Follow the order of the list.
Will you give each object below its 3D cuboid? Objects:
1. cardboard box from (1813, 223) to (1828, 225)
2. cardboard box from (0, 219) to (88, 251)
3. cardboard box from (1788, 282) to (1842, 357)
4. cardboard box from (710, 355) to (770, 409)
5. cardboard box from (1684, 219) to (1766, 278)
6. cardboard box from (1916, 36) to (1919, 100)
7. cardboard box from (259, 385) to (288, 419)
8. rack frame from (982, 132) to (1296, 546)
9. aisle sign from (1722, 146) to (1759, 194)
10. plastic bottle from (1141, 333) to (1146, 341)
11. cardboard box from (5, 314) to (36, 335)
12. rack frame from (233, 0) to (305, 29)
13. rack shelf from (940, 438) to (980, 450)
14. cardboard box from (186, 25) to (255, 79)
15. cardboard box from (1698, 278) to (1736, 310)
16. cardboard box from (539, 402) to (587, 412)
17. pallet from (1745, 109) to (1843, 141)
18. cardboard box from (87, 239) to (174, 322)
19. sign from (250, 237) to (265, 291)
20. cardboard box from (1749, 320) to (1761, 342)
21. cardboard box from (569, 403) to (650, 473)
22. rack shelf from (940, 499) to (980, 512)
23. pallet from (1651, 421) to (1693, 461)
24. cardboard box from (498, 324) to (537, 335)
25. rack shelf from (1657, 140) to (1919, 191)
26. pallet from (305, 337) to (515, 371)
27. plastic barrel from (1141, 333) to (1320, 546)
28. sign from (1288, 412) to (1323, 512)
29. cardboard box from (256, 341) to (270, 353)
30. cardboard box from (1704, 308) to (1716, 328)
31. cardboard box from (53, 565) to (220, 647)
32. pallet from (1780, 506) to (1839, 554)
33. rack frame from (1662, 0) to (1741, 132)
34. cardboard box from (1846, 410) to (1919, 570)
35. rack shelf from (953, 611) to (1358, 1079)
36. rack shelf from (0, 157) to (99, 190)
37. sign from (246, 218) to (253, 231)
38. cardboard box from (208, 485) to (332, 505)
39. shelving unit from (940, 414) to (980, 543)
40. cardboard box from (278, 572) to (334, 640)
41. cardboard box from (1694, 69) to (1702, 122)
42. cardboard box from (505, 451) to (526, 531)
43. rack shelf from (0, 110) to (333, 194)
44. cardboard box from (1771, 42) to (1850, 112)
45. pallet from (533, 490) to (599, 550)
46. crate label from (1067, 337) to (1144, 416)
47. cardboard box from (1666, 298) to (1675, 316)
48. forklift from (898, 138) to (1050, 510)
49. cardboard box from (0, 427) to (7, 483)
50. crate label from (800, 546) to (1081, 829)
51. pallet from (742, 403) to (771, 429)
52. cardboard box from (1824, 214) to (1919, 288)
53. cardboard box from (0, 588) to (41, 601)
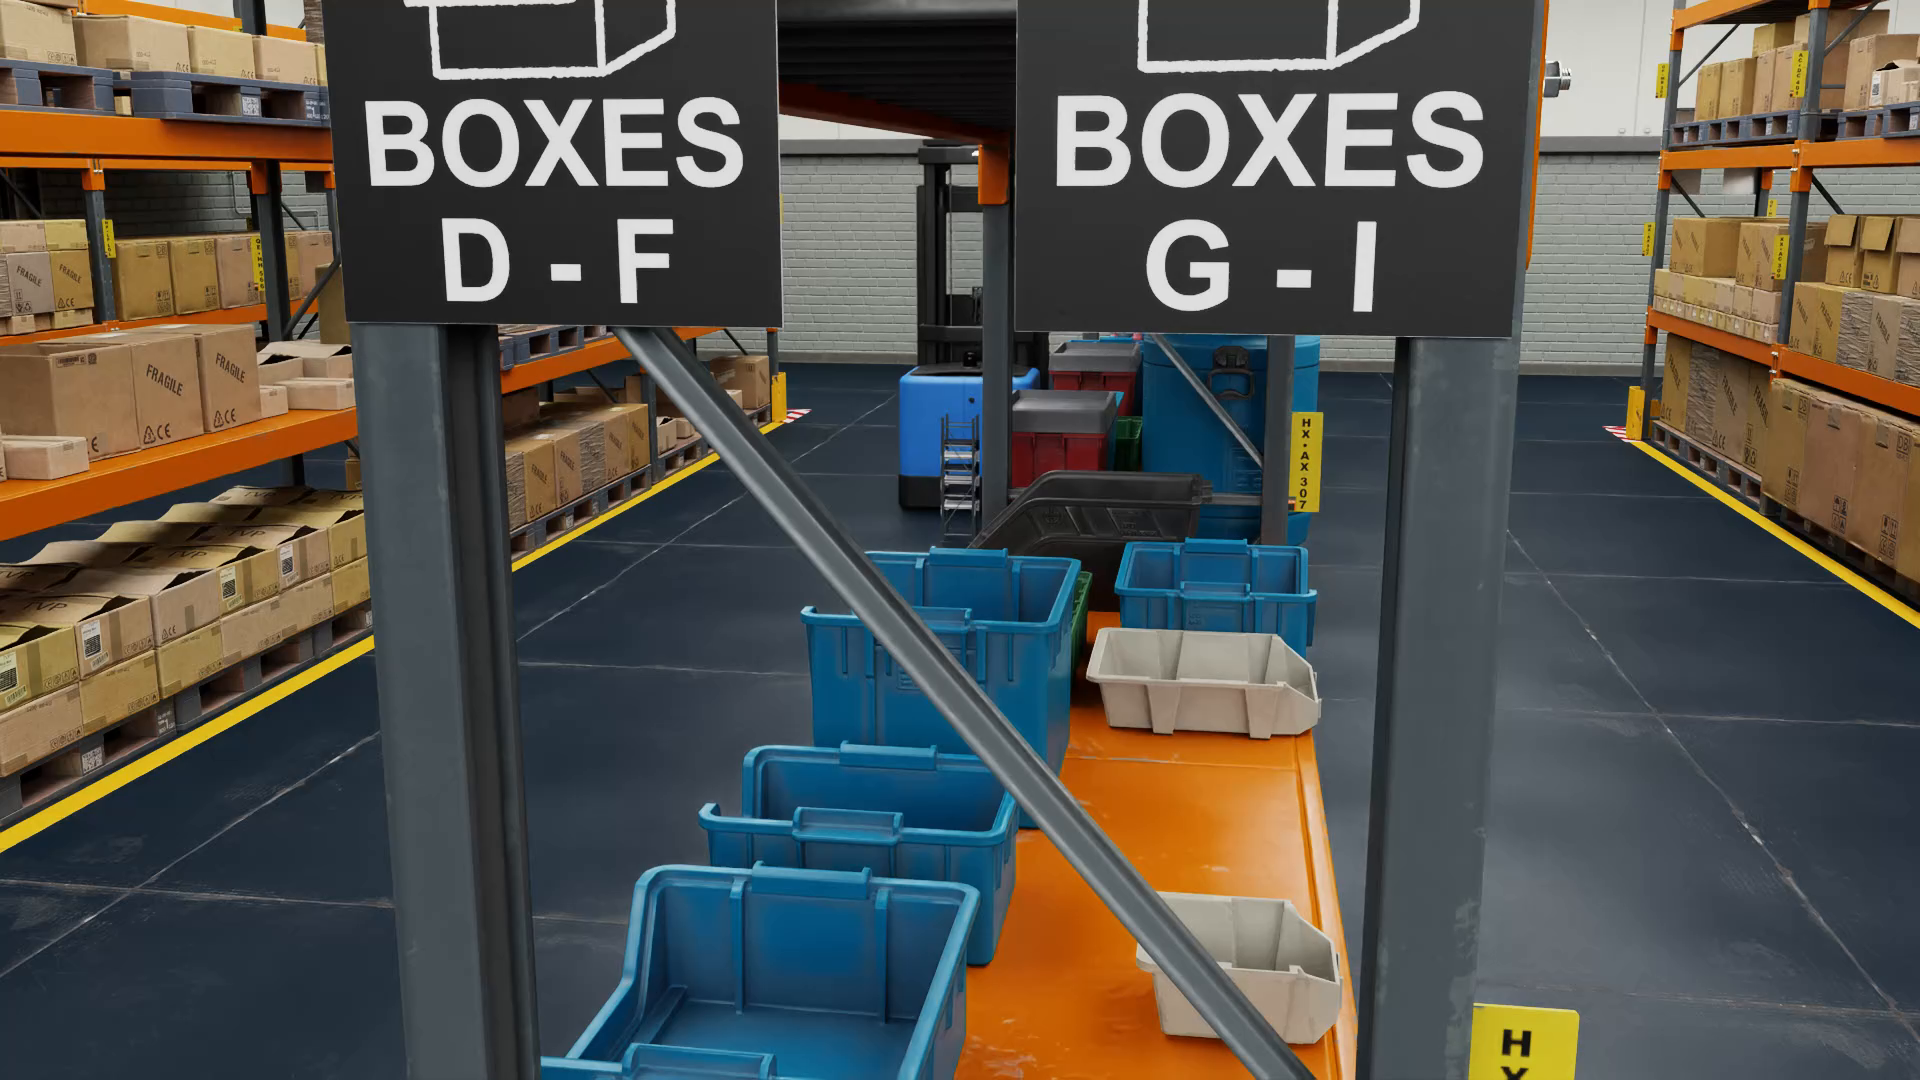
[{"bbox_3d":[7.111,-2.274,13.295,0.500,0.500,0.500,2,12,9],"label":"cardboard box"},{"bbox_3d":[-7.801,-2.588,14.113,0.500,0.250,0.500,2,12,10],"label":"cardboard box"},{"bbox_3d":[6.383,-1.603,12.074,0.500,0.500,0.500,2,12,9],"label":"cardboard box"},{"bbox_3d":[-2.312,-1.668,17.502,0.500,0.500,0.500,2,12,9],"label":"cardboard box"},{"bbox_3d":[6.825,-2.610,14.853,0.500,0.500,0.500,2,12,7],"label":"cardboard box"},{"bbox_3d":[6.379,-2.957,10.233,0.797,0.503,0.637,2,12,8],"label":"cardboard box"},{"bbox_3d":[-3.843,-0.741,8.906,0.380,0.149,0.250,3,12,13],"label":"cardboard box"},{"bbox_3d":[0.577,-0.137,5.508,1.000,3.000,0.127,2,12,9],"label":"rack frame"},{"bbox_3d":[7.624,-3.750,16.105,0.394,0.787,0.004,2,12,9],"label":"aisle sign"},{"bbox_3d":[1.249,-1.346,11.423,0.097,0.271,0.097,0,12,0],"label":"plastic bottle"},{"bbox_3d":[-7.837,-1.768,13.626,0.380,0.149,0.250,2,12,9],"label":"cardboard box"},{"bbox_3d":[-7.367,-5.888,17.957,1.000,3.000,0.127,2,12,9],"label":"rack frame"},{"bbox_3d":[0.001,-0.673,11.857,0.258,0.077,0.200,2,12,9],"label":"rack shelf"},{"bbox_3d":[-3.878,-2.404,8.269,0.500,0.250,0.500,2,12,8],"label":"cardboard box"},{"bbox_3d":[6.746,-2.134,14.423,0.500,0.250,0.500,2,12,8],"label":"cardboard box"},{"bbox_3d":[-3.402,-0.864,13.770,0.500,0.500,0.500,1,12,6],"label":"cardboard box"},{"bbox_3d":[6.837,-3.235,12.973,1.003,0.211,1.213,2,12,9],"label":"pallet"},{"bbox_3d":[-7.883,-2.382,15.215,0.980,0.700,0.700,2,12,10],"label":"cardboard box"},{"bbox_3d":[-4.240,-1.674,10.079,0.100,0.325,0.005,2,12,9],"label":"sign"},{"bbox_3d":[6.464,-1.647,13.110,0.380,0.149,0.250,2,12,10],"label":"cardboard box"},{"bbox_3d":[-2.880,-0.845,13.681,0.500,0.500,0.500,2,12,8],"label":"cardboard box"},{"bbox_3d":[0.001,-0.233,11.951,0.258,0.077,0.200,2,12,9],"label":"rack shelf"},{"bbox_3d":[7.270,-0.942,15.864,1.003,0.211,1.213,2,12,9],"label":"pallet"},{"bbox_3d":[-3.387,-1.704,11.545,0.700,0.500,0.500,4,13,19],"label":"cardboard box"},{"bbox_3d":[7.009,-3.173,14.183,1.077,0.370,4.000,2,12,9],"label":"rack shelf"},{"bbox_3d":[-3.667,-1.180,10.806,1.213,0.211,1.003,2,12,9],"label":"pallet"},{"bbox_3d":[0.935,-0.452,5.783,0.600,0.901,0.708,2,12,9],"label":"plastic barrel"},{"bbox_3d":[1.118,-0.252,5.386,0.100,0.325,0.005,2,12,9],"label":"sign"},{"bbox_3d":[-7.254,-2.021,17.650,0.380,0.149,0.250,2,12,10],"label":"cardboard box"},{"bbox_3d":[6.662,-1.913,14.348,0.380,0.149,0.250,2,12,10],"label":"cardboard box"},{"bbox_3d":[-3.847,0.277,7.787,0.500,0.311,0.500,1,12,7],"label":"cardboard box"},{"bbox_3d":[6.657,-0.115,12.028,1.003,0.211,1.213,2,12,9],"label":"pallet"},{"bbox_3d":[7.316,-5.407,15.723,1.000,3.000,0.127,2,12,9],"label":"rack frame"},{"bbox_3d":[6.357,-0.304,10.330,1.225,0.875,0.875,2,12,9],"label":"cardboard box"},{"bbox_3d":[0.269,0.631,3.652,1.077,0.370,4.000,2,12,9],"label":"rack shelf"},{"bbox_3d":[-8.290,-2.821,12.553,1.077,0.370,4.000,2,12,9],"label":"rack shelf"},{"bbox_3d":[-7.915,-3.437,18.578,0.100,0.325,0.005,2,12,9],"label":"sign"},{"bbox_3d":[-4.073,-0.167,9.845,0.500,0.311,0.500,2,12,11],"label":"cardboard box"},{"bbox_3d":[0.001,-0.442,11.906,0.258,0.900,0.210,2,12,9],"label":"shelving unit"},{"bbox_3d":[-3.698,0.338,8.837,0.500,0.250,0.500,2,12,10],"label":"cardboard box"},{"bbox_3d":[7.289,-4.134,15.463,0.700,0.500,0.500,1,12,5],"label":"cardboard box"},{"bbox_3d":[-3.275,-0.319,11.240,0.500,0.500,0.500,1,12,7],"label":"cardboard box"},{"bbox_3d":[-4.010,-1.829,7.948,1.077,0.370,4.000,2,12,9],"label":"rack shelf"},{"bbox_3d":[6.762,-3.576,12.875,0.700,0.500,0.500,1,12,5],"label":"cardboard box"},{"bbox_3d":[-3.360,-0.175,12.305,1.003,0.211,1.213,2,12,9],"label":"pallet"},{"bbox_3d":[0.772,-0.789,8.449,0.502,0.435,0.616,2,12,9],"label":"crate label"},{"bbox_3d":[6.858,-2.182,15.592,0.380,0.149,0.250,2,12,7],"label":"cardboard box"},{"bbox_3d":[0.220,-1.925,13.967,1.130,2.935,3.031,2,12,7],"label":"forklift"},{"bbox_3d":[-4.285,-0.329,6.754,0.500,0.250,0.500,3,12,12],"label":"cardboard box"},{"bbox_3d":[-0.023,0.287,3.459,0.502,0.435,0.616,2,12,9],"label":"crate label"},{"bbox_3d":[-2.605,-1.251,17.298,1.003,0.211,1.213,2,12,9],"label":"pallet"},{"bbox_3d":[6.611,-2.048,11.757,0.797,0.503,0.637,2,12,7],"label":"cardboard box"},{"bbox_3d":[-4.465,0.365,7.381,0.500,0.311,0.500,2,12,10],"label":"cardboard box"}]
